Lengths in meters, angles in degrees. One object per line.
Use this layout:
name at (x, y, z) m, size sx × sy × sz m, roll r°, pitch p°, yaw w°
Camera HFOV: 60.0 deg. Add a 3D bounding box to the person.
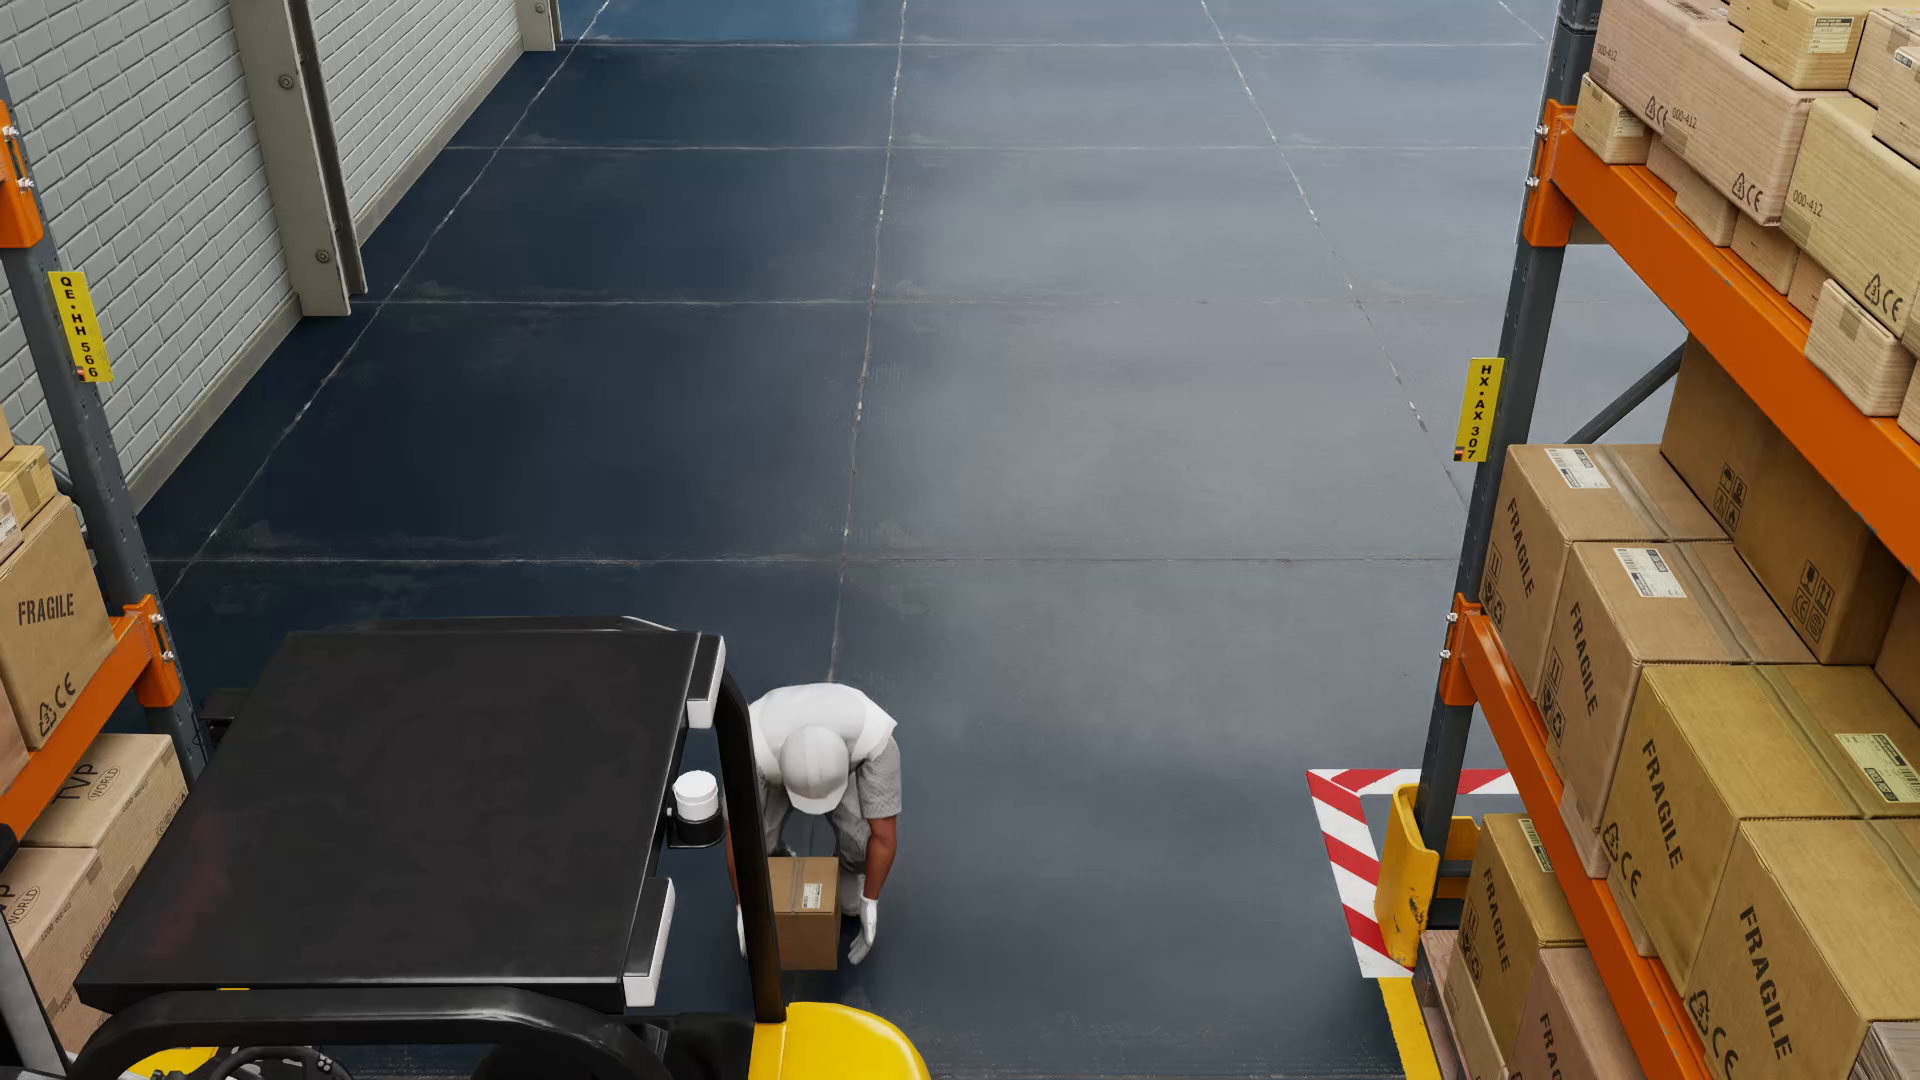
person at (-0.471, 0.843, 5.461) m, size 0.571 × 1.026 × 0.901 m, roll 0°, pitch 31°, yaw 0°
